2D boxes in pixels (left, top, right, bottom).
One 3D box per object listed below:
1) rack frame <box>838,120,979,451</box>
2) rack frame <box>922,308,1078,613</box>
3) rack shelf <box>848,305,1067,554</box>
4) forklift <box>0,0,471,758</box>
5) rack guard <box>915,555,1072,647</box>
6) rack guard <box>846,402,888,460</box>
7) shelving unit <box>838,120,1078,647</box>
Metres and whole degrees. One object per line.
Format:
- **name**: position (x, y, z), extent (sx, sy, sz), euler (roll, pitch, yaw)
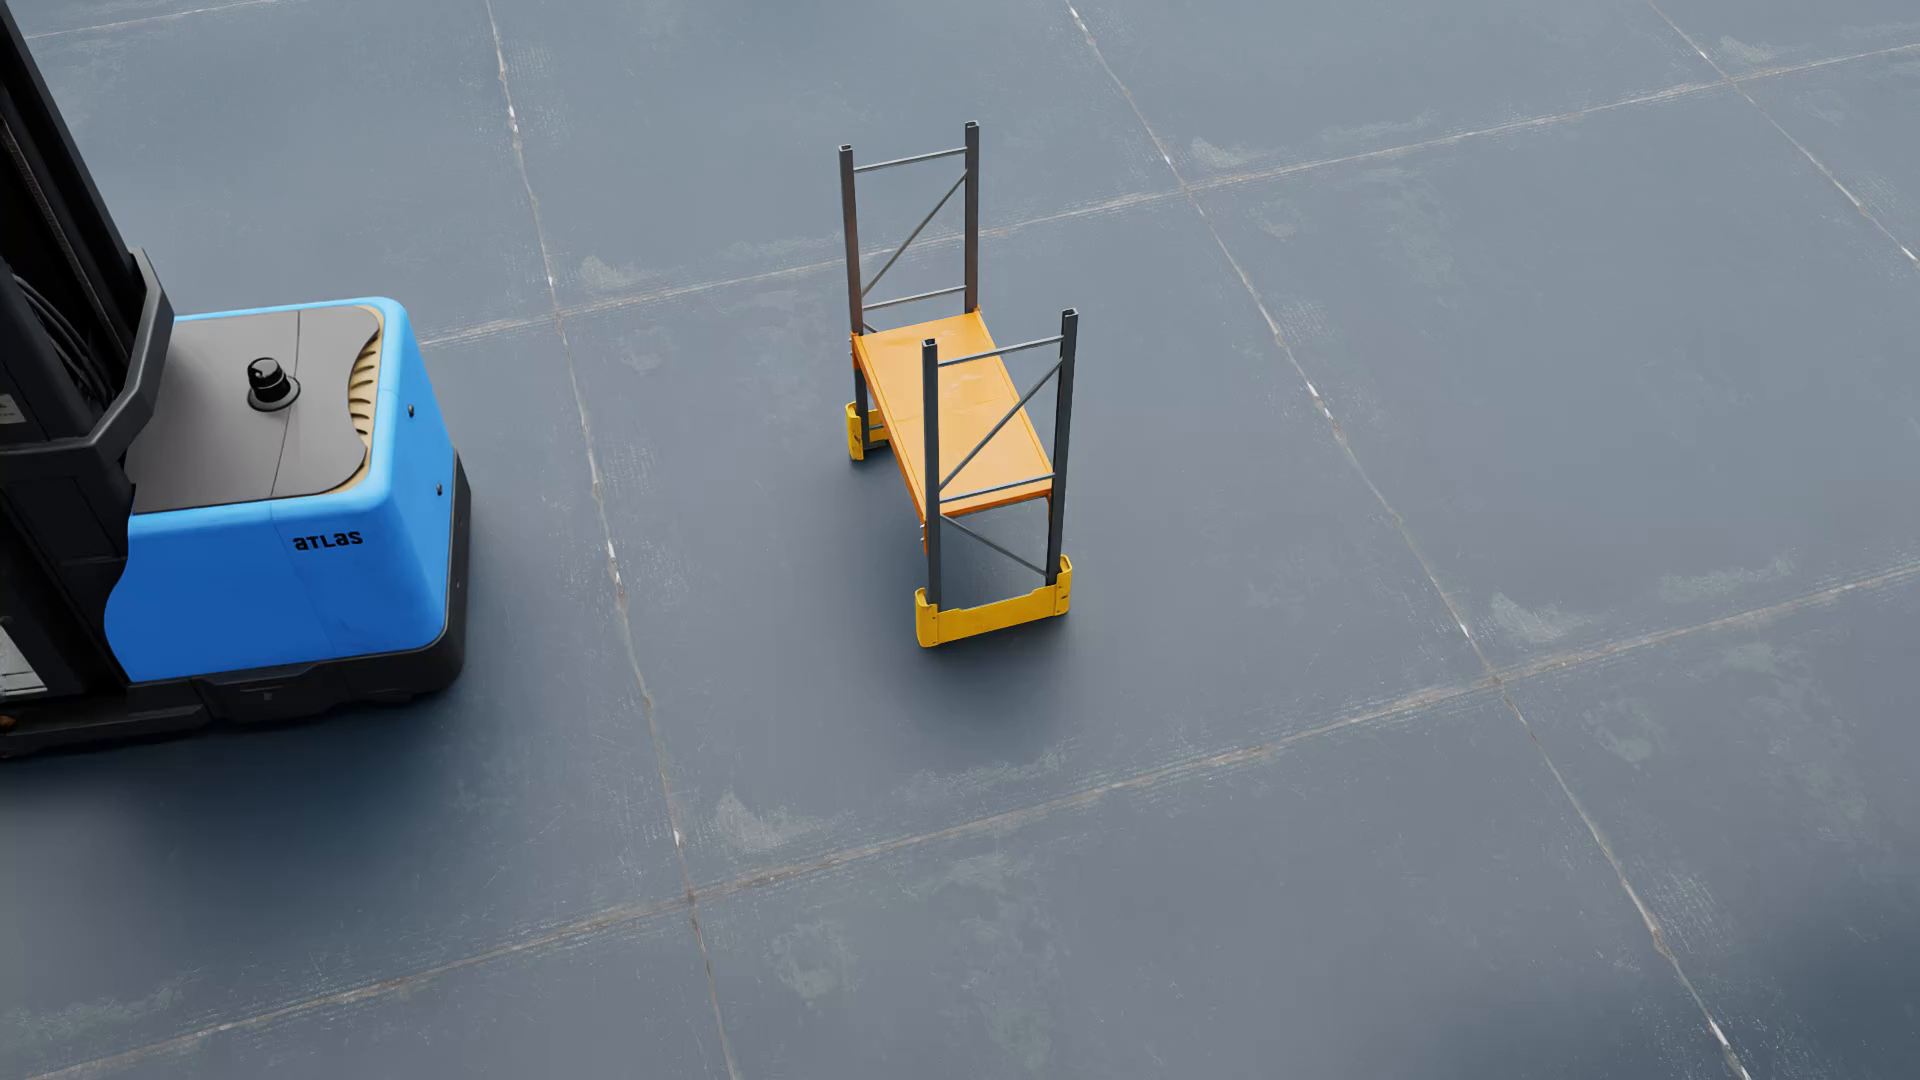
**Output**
- **rack frame**: position (-0.176, -0.917, 6.332), extent (0.500, 1.500, 0.032), euler (-13, 51, -11)
- **rack frame**: position (0.125, -0.174, 5.706), extent (0.500, 1.500, 0.032), euler (-13, 51, -11)
- **rack shelf**: position (-0.025, -0.430, 6.156), extent (0.538, 0.185, 1.000), euler (-13, 51, -11)
- **forklift**: position (-3.373, -0.587, 5.118), extent (3.031, 2.935, 1.130), euler (-7, 50, -6)
- **rack guard**: position (0.125, 0.227, 6.184), extent (0.587, 0.250, 0.087), euler (-13, 51, -11)
- **rack guard**: position (-0.170, -0.500, 6.798), extent (0.587, 0.250, 0.087), euler (-13, 51, -11)
- **shelving unit**: position (-0.023, -0.539, 6.013), extent (0.587, 1.500, 1.083), euler (-13, 51, -11)
